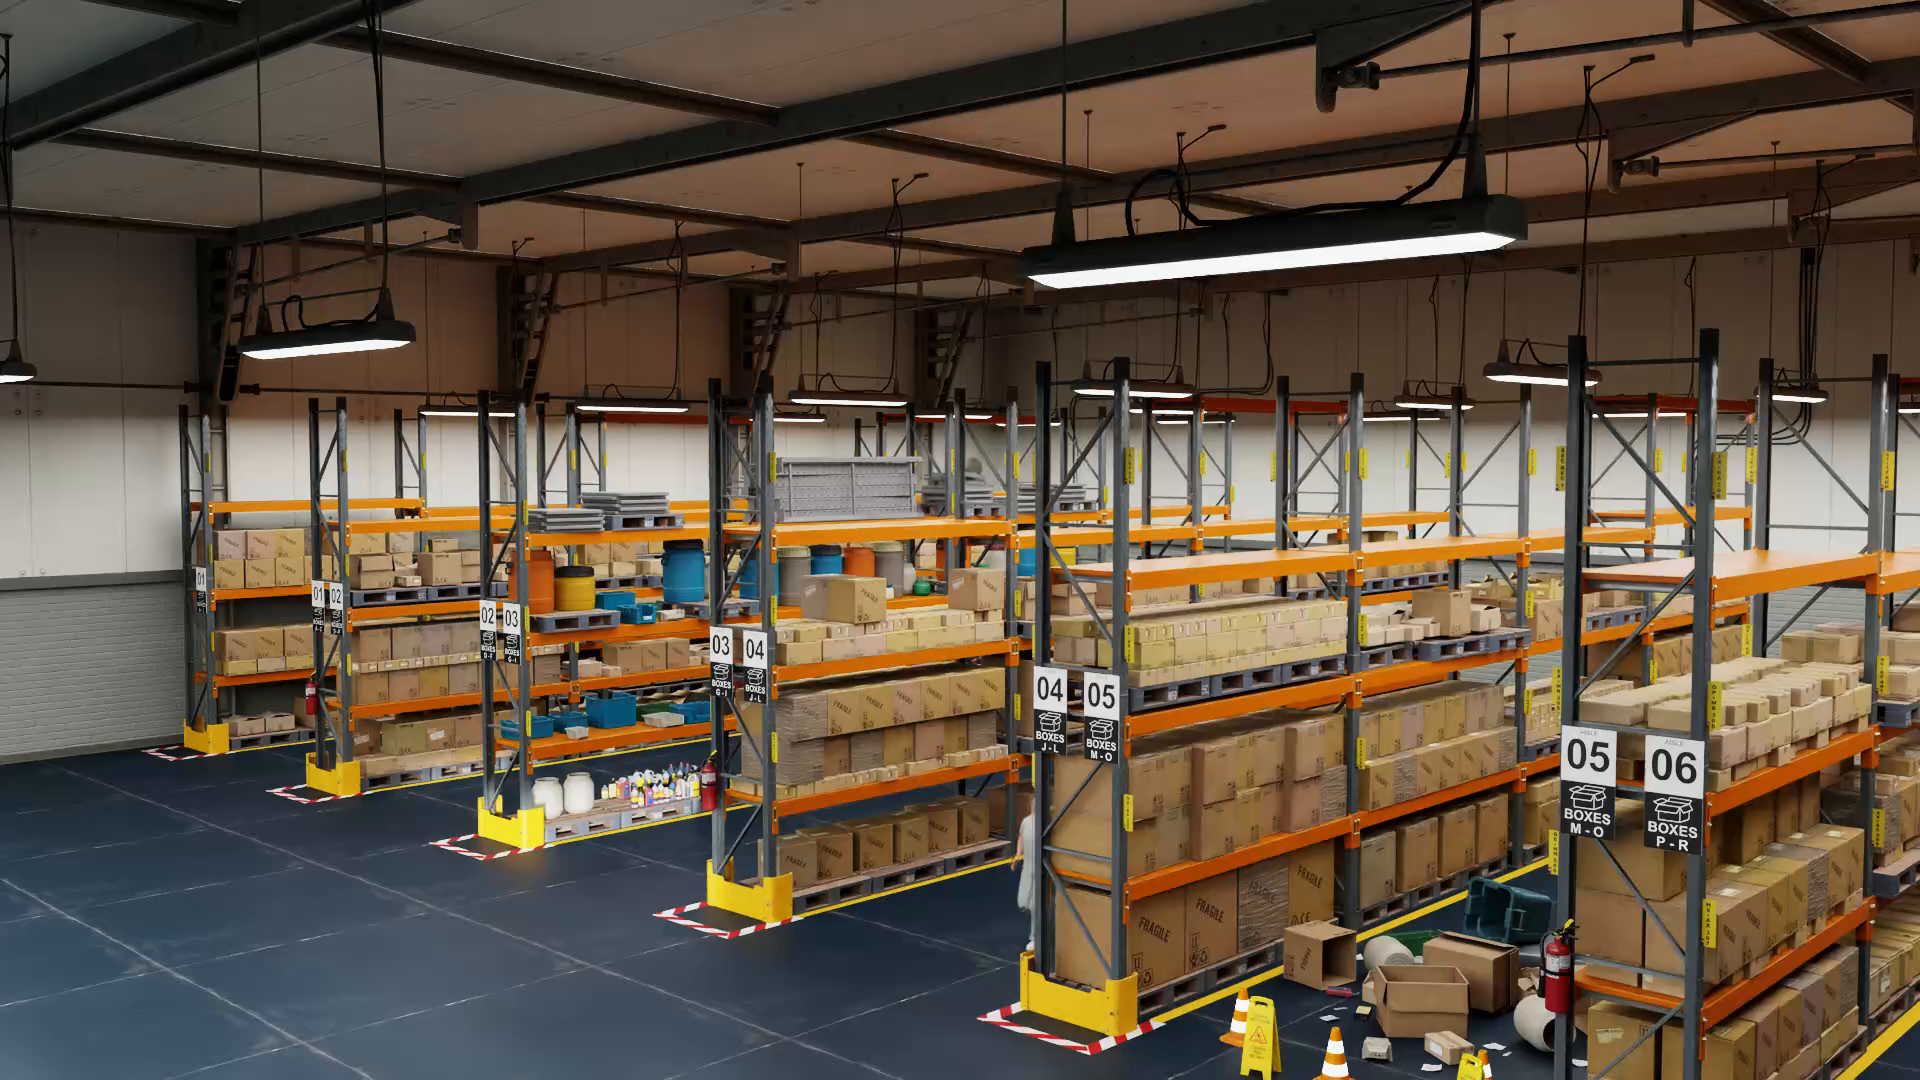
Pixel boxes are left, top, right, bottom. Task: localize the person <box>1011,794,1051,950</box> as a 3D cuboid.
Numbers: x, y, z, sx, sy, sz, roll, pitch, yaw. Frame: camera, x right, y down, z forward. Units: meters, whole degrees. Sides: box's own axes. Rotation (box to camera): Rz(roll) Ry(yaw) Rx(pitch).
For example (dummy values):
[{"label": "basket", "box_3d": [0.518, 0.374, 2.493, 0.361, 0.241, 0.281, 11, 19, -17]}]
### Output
[{"label": "person", "box_3d": [0.853, 3.446, 17.433, 0.580, 1.633, 0.572, 2, 3, 30]}]
